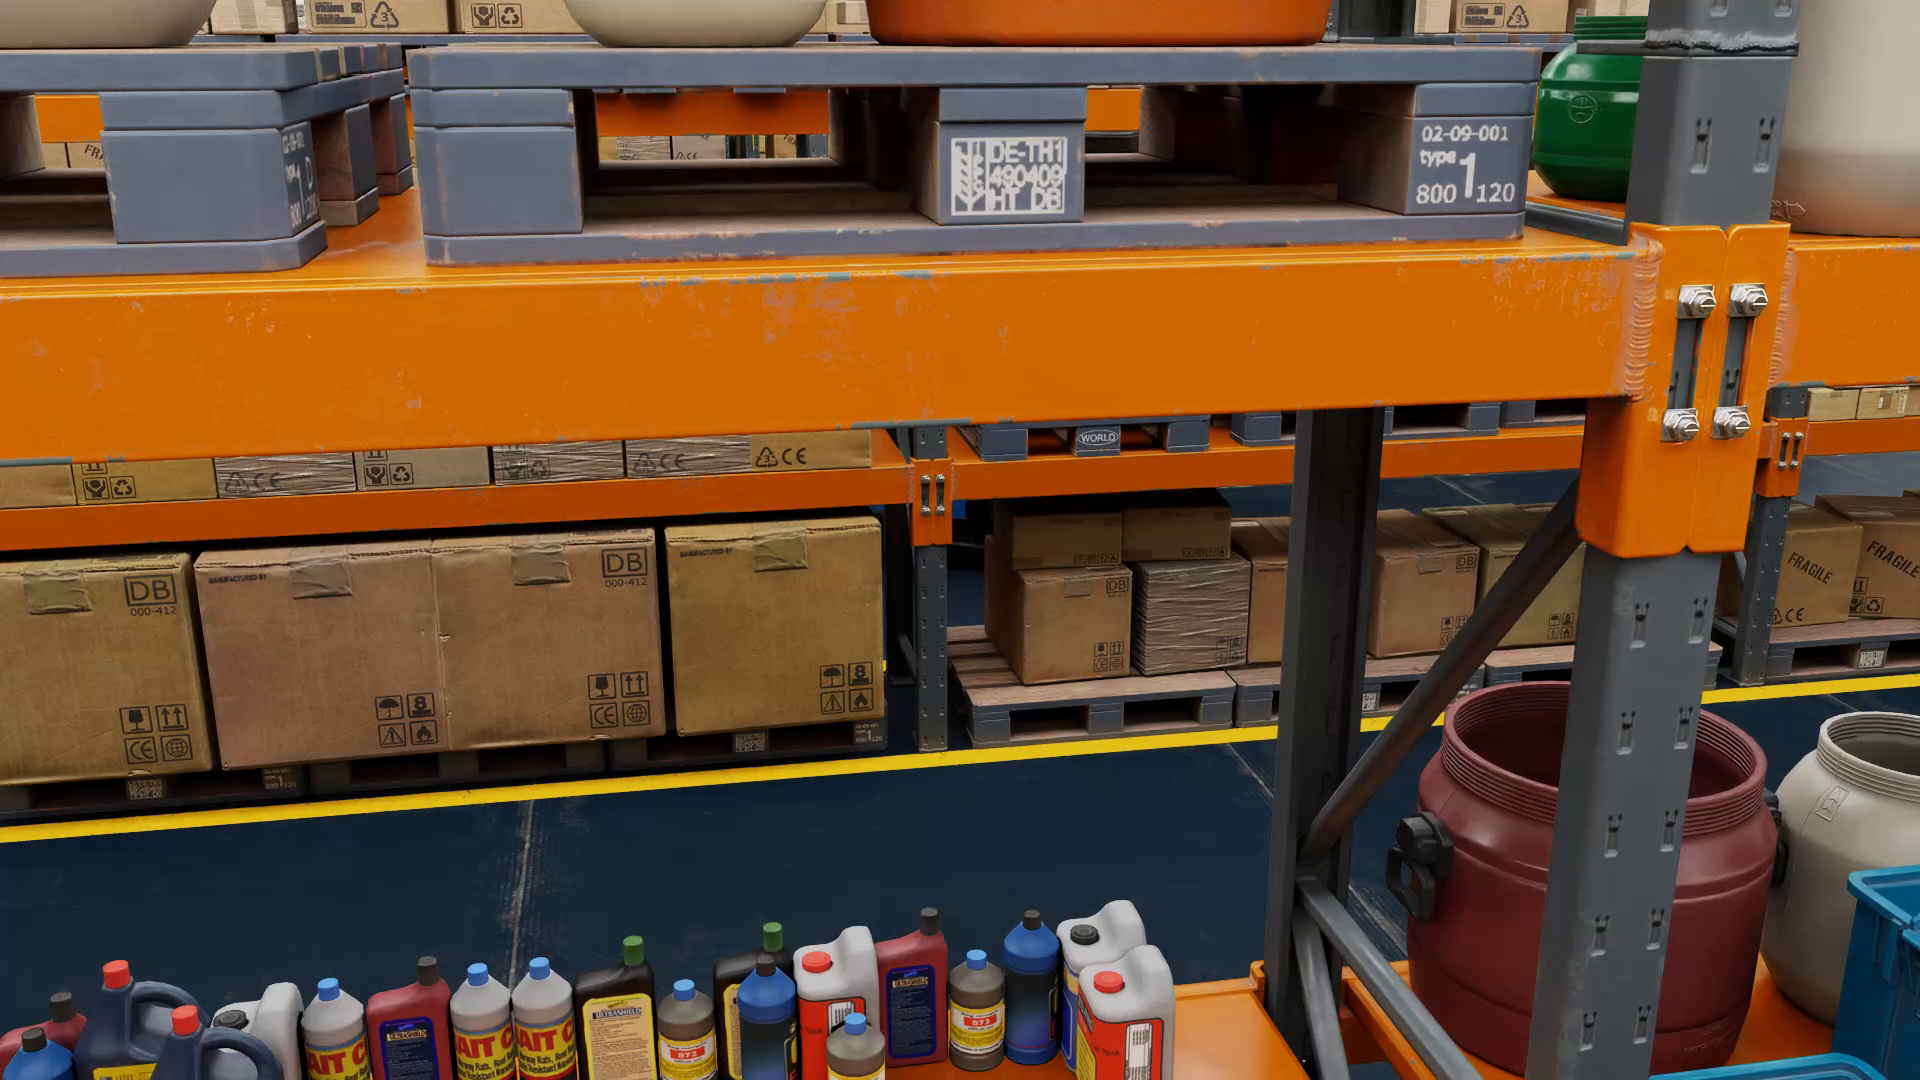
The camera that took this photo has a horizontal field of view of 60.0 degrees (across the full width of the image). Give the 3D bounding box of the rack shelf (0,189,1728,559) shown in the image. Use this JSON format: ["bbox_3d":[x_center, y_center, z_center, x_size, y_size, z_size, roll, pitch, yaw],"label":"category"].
[{"bbox_3d":[-1.234,-0.197,1.959,4.000,0.370,1.077,-3,17,-10],"label":"rack shelf"}]

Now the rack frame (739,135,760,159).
[{"bbox_3d":[-2.090,-3.503,16.607,0.127,3.000,1.000,-3,17,-10],"label":"rack frame"}]

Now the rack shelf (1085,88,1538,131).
[{"bbox_3d":[1.753,-1.847,7.334,4.000,0.370,1.077,-3,17,-10],"label":"rack shelf"}]

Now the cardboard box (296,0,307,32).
[{"bbox_3d":[-4.075,-3.439,10.727,0.500,0.311,0.500,-3,17,-11],"label":"cardboard box"}]

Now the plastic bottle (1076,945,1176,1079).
[{"bbox_3d":[0.272,0.816,2.757,0.135,0.276,0.152,-3,17,-10],"label":"plastic bottle"}]

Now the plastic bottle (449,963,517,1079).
[{"bbox_3d":[-0.783,0.824,2.738,0.097,0.271,0.097,0,17,0],"label":"plastic bottle"}]

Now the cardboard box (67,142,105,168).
[{"bbox_3d":[-5.389,-2.422,10.710,0.500,0.500,0.500,-4,17,-12],"label":"cardboard box"}]

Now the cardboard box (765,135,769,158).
[{"bbox_3d":[-1.697,-3.999,16.830,0.500,0.500,0.500,-4,17,-12],"label":"cardboard box"}]

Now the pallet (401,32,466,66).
[{"bbox_3d":[-3.335,-3.265,11.044,1.003,0.211,1.213,-3,17,-10],"label":"pallet"}]

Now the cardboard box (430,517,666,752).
[{"bbox_3d":[-1.768,0.249,7.296,0.875,0.875,1.225,-3,17,-10],"label":"cardboard box"}]

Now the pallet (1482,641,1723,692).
[{"bbox_3d":[2.953,0.508,8.298,1.213,0.211,1.003,-3,17,-10],"label":"pallet"}]

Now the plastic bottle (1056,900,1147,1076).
[{"bbox_3d":[0.243,0.772,2.900,0.135,0.276,0.152,-3,17,-10],"label":"plastic bottle"}]

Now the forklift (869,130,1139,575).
[{"bbox_3d":[0.523,-1.269,9.451,3.031,2.935,1.130,14,22,38],"label":"forklift"}]

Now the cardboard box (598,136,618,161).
[{"bbox_3d":[-3.539,-3.868,15.922,0.500,0.500,0.500,-3,17,-10],"label":"cardboard box"}]

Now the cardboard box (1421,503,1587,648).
[{"bbox_3d":[2.638,0.165,8.173,0.500,0.500,0.700,-3,17,-11],"label":"cardboard box"}]

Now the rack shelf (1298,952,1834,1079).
[{"bbox_3d":[2.693,1.014,3.125,4.000,0.370,1.077,-3,17,-10],"label":"rack shelf"}]

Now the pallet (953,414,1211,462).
[{"bbox_3d":[0.469,-0.625,7.563,1.003,0.211,1.213,-3,17,-10],"label":"pallet"}]

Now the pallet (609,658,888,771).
[{"bbox_3d":[-0.999,0.709,7.643,1.213,0.211,1.003,-3,17,-10],"label":"pallet"}]

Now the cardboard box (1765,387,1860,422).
[{"bbox_3d":[3.985,-0.674,7.825,0.250,0.149,0.380,-3,17,-10],"label":"cardboard box"}]

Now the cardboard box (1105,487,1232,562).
[{"bbox_3d":[0.961,-0.098,7.753,0.500,0.250,0.500,-1,17,-4],"label":"cardboard box"}]

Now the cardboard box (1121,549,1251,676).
[{"bbox_3d":[0.986,0.261,7.861,0.500,0.500,0.700,-5,18,-15],"label":"cardboard box"}]

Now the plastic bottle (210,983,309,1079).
[{"bbox_3d":[-1.118,0.849,2.649,0.135,0.276,0.152,-3,17,-10],"label":"plastic bottle"}]

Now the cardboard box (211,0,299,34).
[{"bbox_3d":[-2.647,-1.977,6.244,0.250,0.149,0.380,-4,18,-13],"label":"cardboard box"}]

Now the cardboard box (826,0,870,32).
[{"bbox_3d":[-1.158,-5.034,16.314,0.500,0.500,0.700,-3,17,-10],"label":"cardboard box"}]

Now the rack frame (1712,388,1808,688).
[{"bbox_3d":[3.717,-0.869,8.031,0.127,3.000,1.000,-3,17,-10],"label":"rack frame"}]

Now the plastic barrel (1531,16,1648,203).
[{"bbox_3d":[0.962,-0.606,2.332,0.294,0.245,0.294,0,17,0],"label":"plastic barrel"}]

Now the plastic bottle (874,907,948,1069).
[{"bbox_3d":[-0.088,0.774,2.882,0.133,0.283,0.061,-3,17,-10],"label":"plastic bottle"}]

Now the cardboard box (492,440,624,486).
[{"bbox_3d":[-1.648,-0.539,6.787,0.500,0.500,0.500,-4,17,-12],"label":"cardboard box"}]

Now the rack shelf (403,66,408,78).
[{"bbox_3d":[-3.016,-3.060,11.282,4.000,0.370,1.077,-3,17,-10],"label":"rack shelf"}]

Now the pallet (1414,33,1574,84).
[{"bbox_3d":[2.073,-2.150,7.415,1.003,0.211,1.213,-3,17,-10],"label":"pallet"}]

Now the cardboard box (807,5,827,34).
[{"bbox_3d":[-0.795,-2.275,6.610,0.637,0.503,0.797,-2,17,-7],"label":"cardboard box"}]

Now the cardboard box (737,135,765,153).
[{"bbox_3d":[-2.549,-5.048,21.041,0.500,0.250,0.500,-3,17,-11],"label":"cardboard box"}]

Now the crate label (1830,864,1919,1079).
[{"bbox_3d":[1.756,0.788,2.578,0.616,0.435,0.502,-3,17,-10],"label":"crate label"}]

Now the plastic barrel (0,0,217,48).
[{"bbox_3d":[-0.983,-0.775,1.672,0.433,0.535,0.433,0,17,0],"label":"plastic barrel"}]

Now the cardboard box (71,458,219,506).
[{"bbox_3d":[-3.145,-0.453,6.506,0.500,0.500,0.500,-3,17,-10],"label":"cardboard box"}]

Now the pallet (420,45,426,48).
[{"bbox_3d":[-5.127,-4.688,15.682,1.217,0.209,0.805,-4,18,-13],"label":"pallet"}]

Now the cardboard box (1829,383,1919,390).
[{"bbox_3d":[4.171,-1.066,7.996,0.500,0.500,0.875,-3,17,-10],"label":"cardboard box"}]

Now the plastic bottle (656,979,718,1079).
[{"bbox_3d":[-0.461,0.840,2.808,0.097,0.201,0.097,0,17,0],"label":"plastic bottle"}]

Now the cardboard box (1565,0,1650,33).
[{"bbox_3d":[2.813,-2.358,7.284,0.258,0.266,0.396,-3,17,-8],"label":"cardboard box"}]

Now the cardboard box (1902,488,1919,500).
[{"bbox_3d":[5.273,0.023,8.669,0.500,0.500,0.500,-5,18,-15],"label":"cardboard box"}]

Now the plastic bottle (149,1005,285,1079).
[{"bbox_3d":[-1.115,0.858,2.494,0.185,0.351,0.144,-3,17,-10],"label":"plastic bottle"}]

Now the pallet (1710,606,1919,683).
[{"bbox_3d":[4.370,0.417,8.595,1.213,0.211,1.003,-3,17,-10],"label":"pallet"}]
